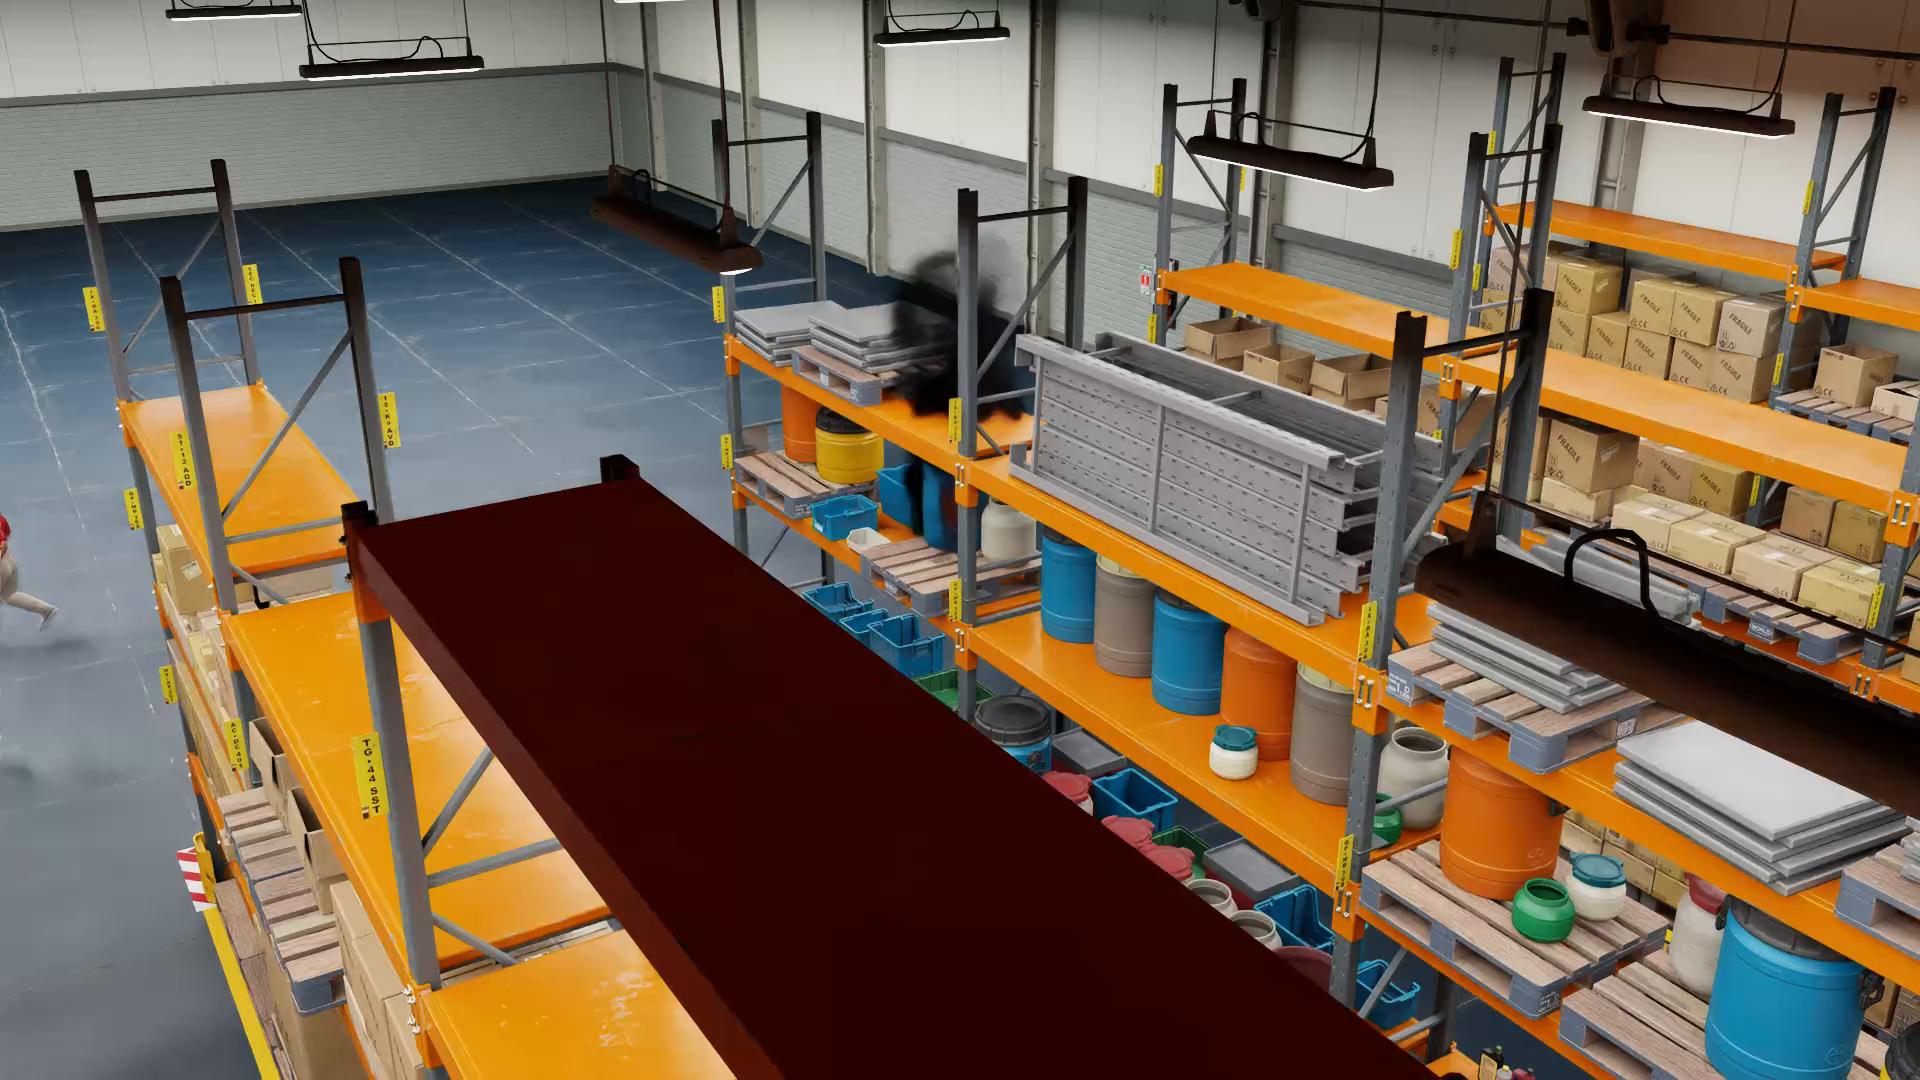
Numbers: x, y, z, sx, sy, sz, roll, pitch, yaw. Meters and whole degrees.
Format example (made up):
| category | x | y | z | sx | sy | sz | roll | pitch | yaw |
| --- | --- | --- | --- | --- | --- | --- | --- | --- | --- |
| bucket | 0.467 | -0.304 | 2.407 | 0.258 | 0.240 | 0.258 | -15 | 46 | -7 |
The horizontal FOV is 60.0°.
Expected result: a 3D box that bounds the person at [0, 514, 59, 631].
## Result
| category | x | y | z | sx | sy | sz | roll | pitch | yaw |
| --- | --- | --- | --- | --- | --- | --- | --- | --- | --- |
| person | -10.535 | 0.335 | 18.243 | 0.954 | 1.726 | 0.664 | -4 | 22 | -9 |
